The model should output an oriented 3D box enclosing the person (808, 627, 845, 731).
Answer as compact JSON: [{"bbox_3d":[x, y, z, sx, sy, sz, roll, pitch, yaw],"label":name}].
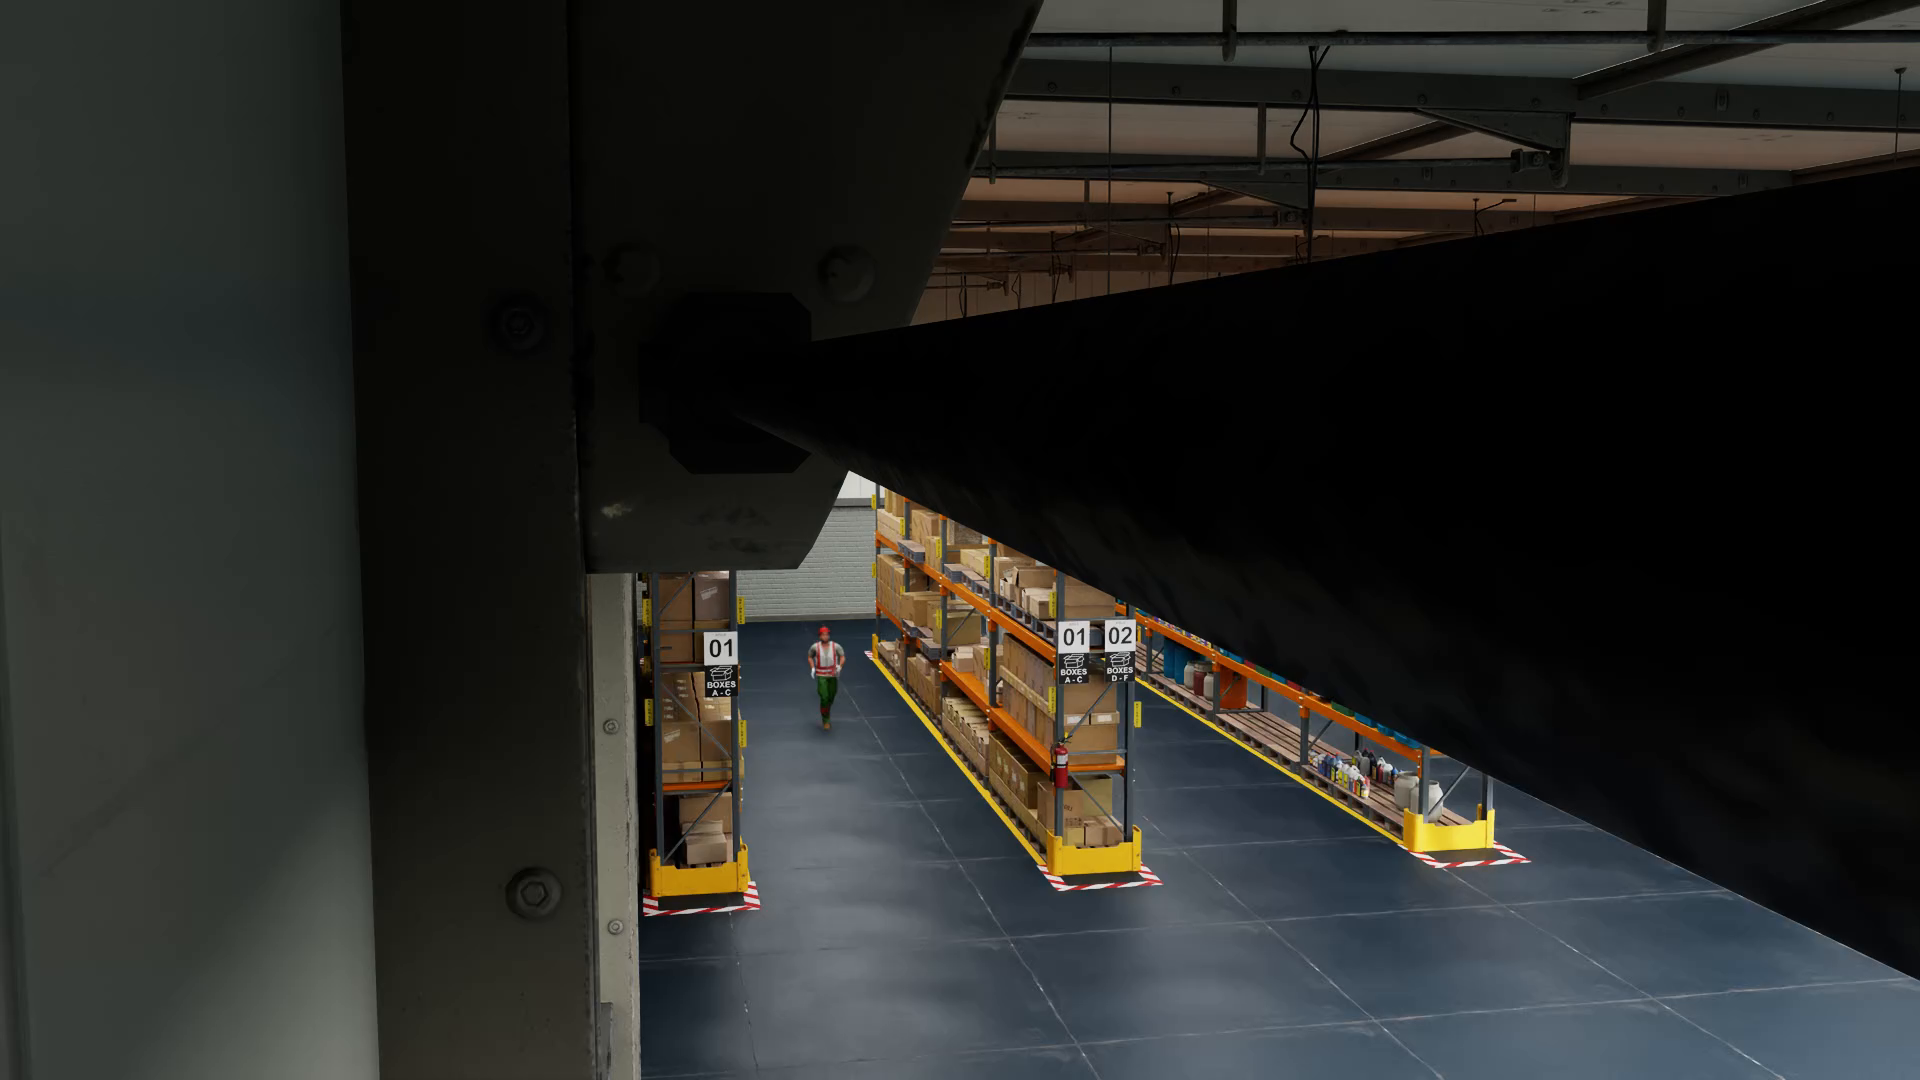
[{"bbox_3d":[-2.366,2.420,29.508,0.659,1.799,0.833,-1,6,-8],"label":"person"}]
